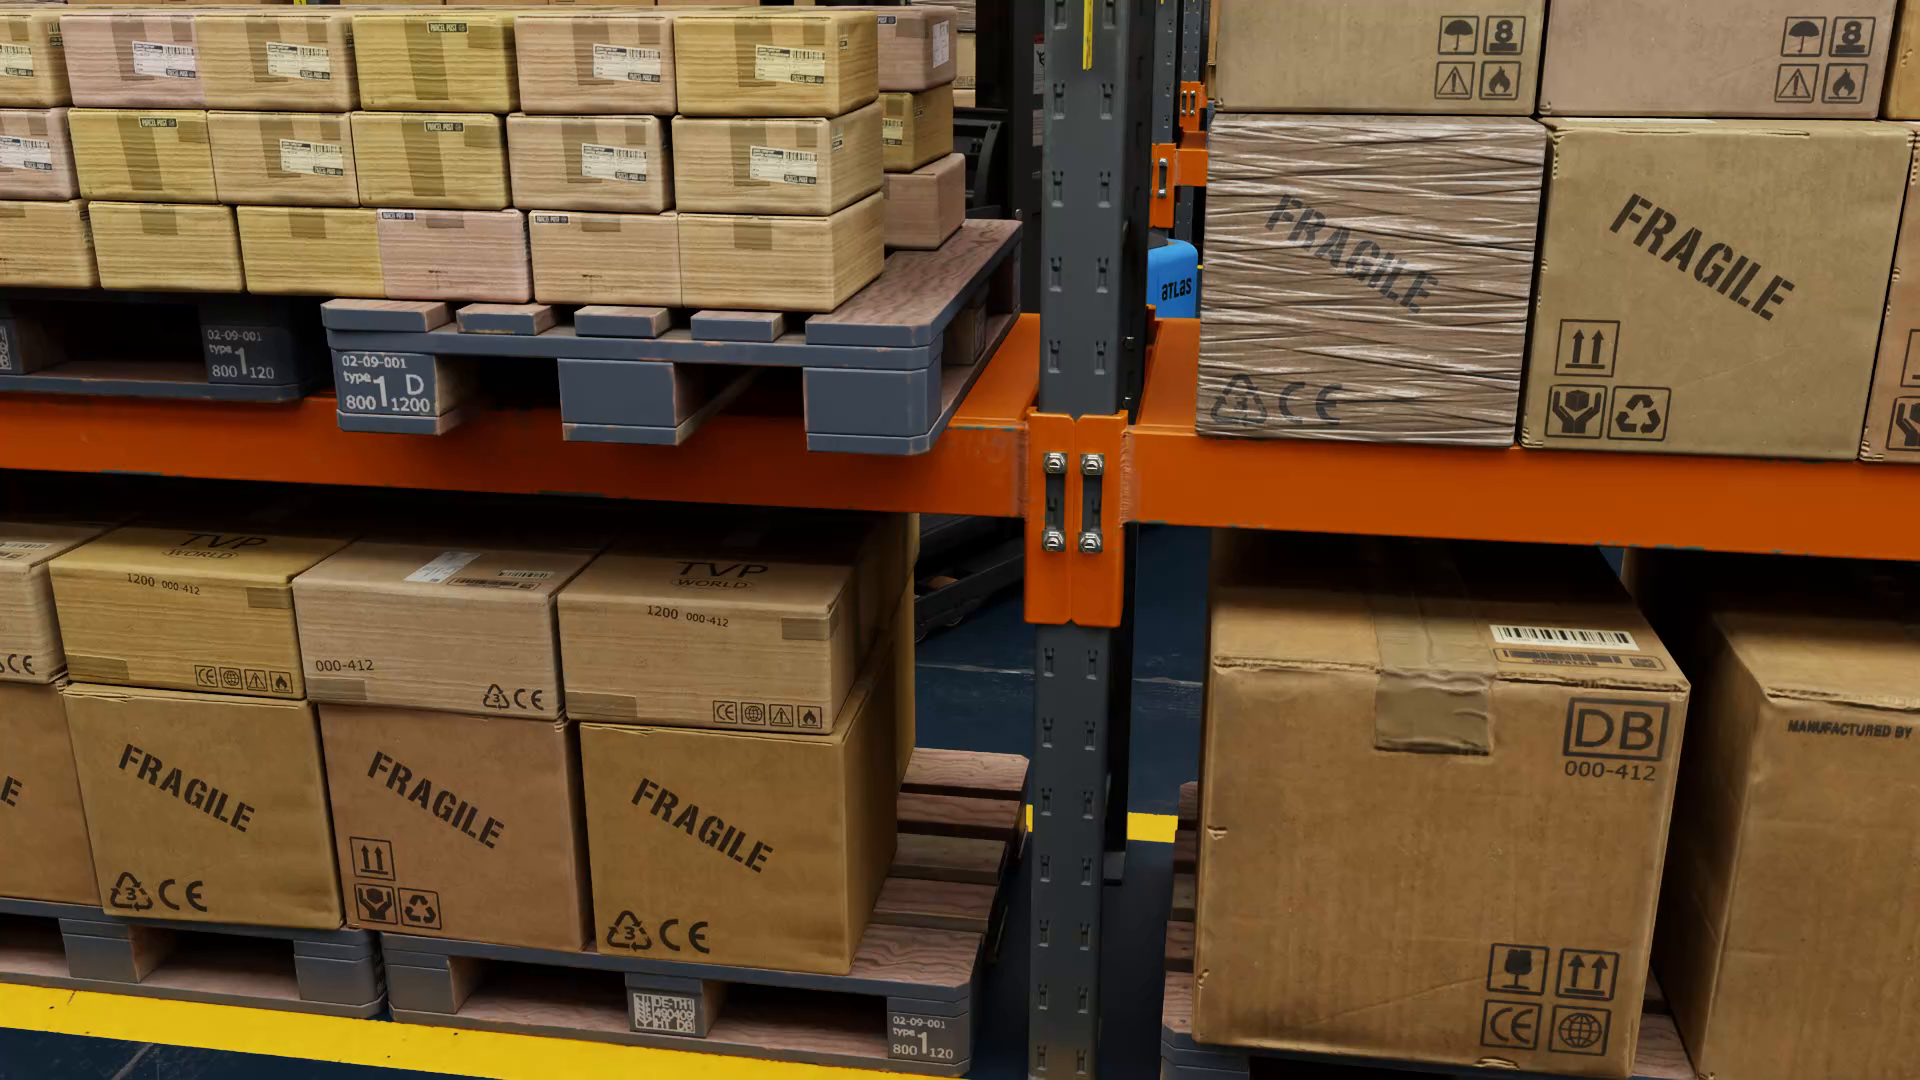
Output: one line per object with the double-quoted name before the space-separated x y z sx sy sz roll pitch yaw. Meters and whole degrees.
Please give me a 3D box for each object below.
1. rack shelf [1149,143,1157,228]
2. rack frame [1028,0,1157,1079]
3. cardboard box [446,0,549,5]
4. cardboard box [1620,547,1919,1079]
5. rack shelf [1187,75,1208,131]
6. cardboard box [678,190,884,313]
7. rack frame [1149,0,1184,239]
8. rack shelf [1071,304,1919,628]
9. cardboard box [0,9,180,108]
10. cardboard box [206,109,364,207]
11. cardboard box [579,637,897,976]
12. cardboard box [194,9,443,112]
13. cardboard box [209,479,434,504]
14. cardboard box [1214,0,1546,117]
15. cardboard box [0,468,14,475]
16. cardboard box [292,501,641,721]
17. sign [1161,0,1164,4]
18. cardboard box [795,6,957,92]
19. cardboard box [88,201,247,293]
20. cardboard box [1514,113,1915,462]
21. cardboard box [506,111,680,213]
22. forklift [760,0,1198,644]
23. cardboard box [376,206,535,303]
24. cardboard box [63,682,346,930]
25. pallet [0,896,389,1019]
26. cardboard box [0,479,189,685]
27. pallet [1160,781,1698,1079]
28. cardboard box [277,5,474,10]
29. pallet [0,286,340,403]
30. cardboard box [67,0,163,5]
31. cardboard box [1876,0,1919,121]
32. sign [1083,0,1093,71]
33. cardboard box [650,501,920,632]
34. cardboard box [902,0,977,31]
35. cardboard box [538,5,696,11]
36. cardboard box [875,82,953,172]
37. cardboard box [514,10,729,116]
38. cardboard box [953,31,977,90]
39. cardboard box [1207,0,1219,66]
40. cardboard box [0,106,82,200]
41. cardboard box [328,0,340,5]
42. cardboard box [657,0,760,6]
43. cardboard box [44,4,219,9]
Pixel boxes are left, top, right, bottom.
"rack shelf" -1.019 -1.846 8.226 4.000 0.370 1.077 3 19 9
"rack frame" 0.271 -0.530 3.161 0.127 3.000 1.000 3 19 9
"cardboard box" -2.098 -2.680 7.852 0.500 0.500 0.500 3 19 8
"cardboard box" 1.721 0.439 3.147 0.750 0.750 1.050 3 19 9
"rack shelf" 3.714 -3.200 12.272 4.000 0.370 1.077 3 19 9
"cardboard box" -0.289 -0.491 2.778 0.250 0.149 0.380 3 19 10
"rack frame" 0.956 -2.086 7.811 0.127 3.000 1.000 3 19 9
"rack shelf" 2.245 -0.089 2.974 4.000 0.370 1.077 3 19 9
"cardboard box" -1.562 -0.839 2.881 0.250 0.149 0.380 4 19 11
"cardboard box" -1.060 -0.672 2.849 0.250 0.149 0.380 3 19 9
"cardboard box" -0.420 0.505 3.345 0.500 0.500 0.500 3 19 8
"cardboard box" -1.056 -0.812 2.800 0.250 0.149 0.380 3 19 10
"cardboard box" -1.359 -0.065 3.865 0.500 0.250 0.500 3 19 9
"cardboard box" 0.712 -1.026 2.909 0.500 0.500 0.700 3 19 8
"cardboard box" -2.398 -0.113 4.008 0.500 0.250 0.500 4 19 11
"cardboard box" -0.946 0.126 3.295 0.500 0.250 0.500 3 19 9
"sign" 0.871 -2.461 7.107 0.005 0.325 0.100 3 19 9
"cardboard box" -0.159 -0.977 3.291 0.250 0.149 0.380 3 19 9
"cardboard box" -1.300 -0.544 2.935 0.250 0.149 0.380 2 19 6
"cardboard box" 1.174 -0.446 2.751 0.500 0.500 0.500 3 19 8
"cardboard box" -0.553 -0.647 2.773 0.250 0.149 0.380 4 19 11
"forklift" -0.385 -1.234 5.373 1.130 2.935 3.031 14 23 36
"cardboard box" -0.788 -0.517 2.855 0.250 0.149 0.380 3 19 10
"cardboard box" -1.457 0.456 3.491 0.500 0.500 0.500 2 19 6
"pallet" -1.702 0.690 3.908 1.213 0.211 1.003 3 19 9
"cardboard box" -1.962 0.072 3.456 0.500 0.250 0.500 4 19 11
"pallet" 1.037 0.855 3.414 1.213 0.211 1.003 3 19 9
"cardboard box" -1.191 -1.029 3.449 0.250 0.149 0.380 4 19 11
"pallet" -1.690 -0.526 3.451 1.213 0.211 1.003 3 19 9
"cardboard box" -4.003 -2.774 8.134 0.500 0.500 0.500 3 19 8
"cardboard box" 1.719 -0.976 2.759 0.500 0.500 0.700 3 19 8
"sign" 0.194 -0.871 2.480 0.005 0.325 0.100 3 19 9
"cardboard box" -0.372 -0.010 3.702 0.500 0.250 0.500 2 19 6
"cardboard box" -0.104 -2.575 7.539 0.500 0.500 0.500 3 19 10
"cardboard box" -0.662 -1.003 3.369 0.250 0.149 0.380 3 19 8
"cardboard box" -0.174 -0.839 3.347 0.250 0.149 0.380 4 19 11
"cardboard box" -0.533 -0.787 2.724 0.250 0.149 0.380 3 19 8
"cardboard box" -0.069 -2.222 7.664 0.500 0.250 0.500 2 19 7
"cardboard box" 1.364 -2.379 7.397 0.500 0.500 0.500 2 19 7
"cardboard box" -1.563 -0.698 2.927 0.250 0.149 0.380 3 19 10
"cardboard box" -3.425 -2.909 8.536 0.500 0.500 0.500 3 19 9
"cardboard box" -1.091 -2.630 7.702 0.500 0.500 0.500 3 19 8
"cardboard box" -1.698 -1.056 3.528 0.250 0.149 0.380 3 19 8
